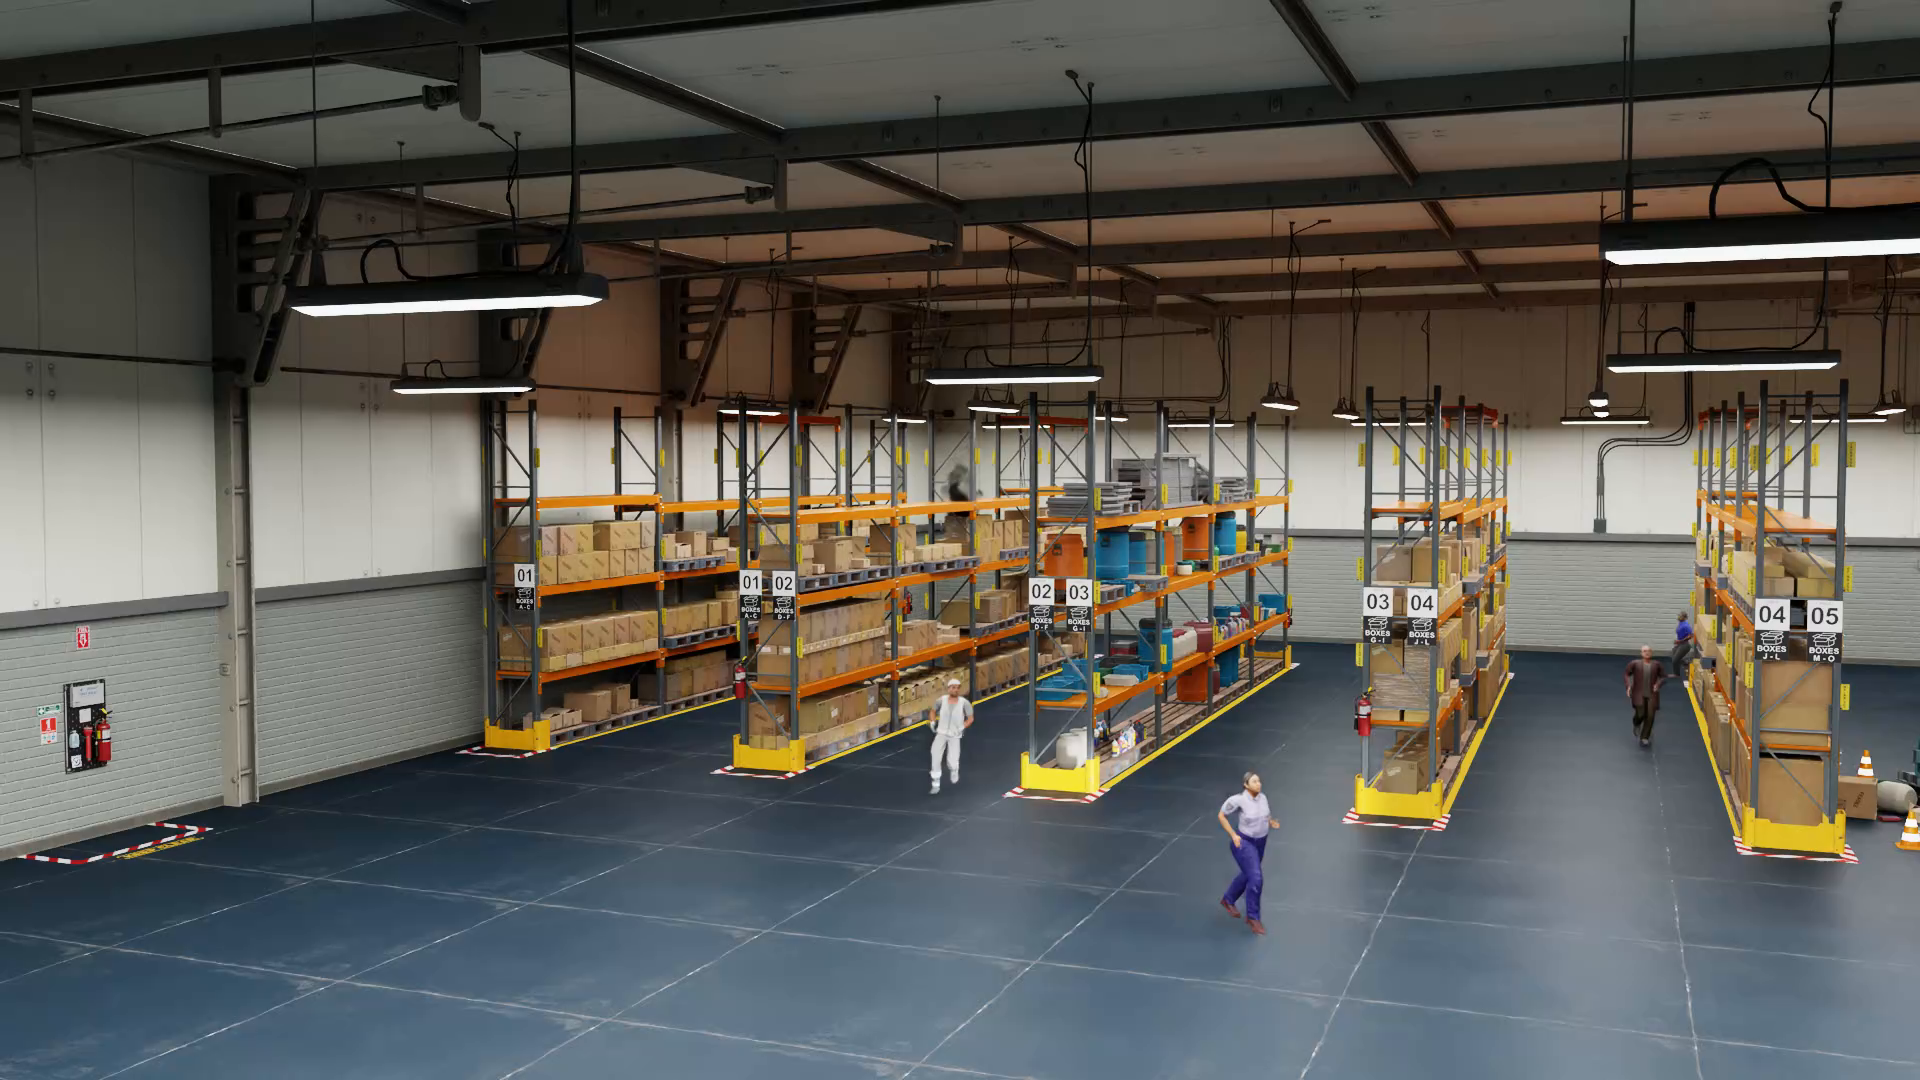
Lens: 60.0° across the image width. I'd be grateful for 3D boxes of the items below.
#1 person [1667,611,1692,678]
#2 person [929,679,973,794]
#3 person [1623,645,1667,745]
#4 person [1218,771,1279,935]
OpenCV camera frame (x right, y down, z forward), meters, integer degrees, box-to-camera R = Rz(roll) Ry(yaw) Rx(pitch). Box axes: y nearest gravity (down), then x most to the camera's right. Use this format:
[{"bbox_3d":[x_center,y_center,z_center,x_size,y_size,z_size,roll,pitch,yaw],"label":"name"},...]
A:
[{"bbox_3d":[16.346,2.370,37.580,0.547,1.552,0.733,0,3,8],"label":"person"},{"bbox_3d":[-0.145,2.930,24.956,0.669,1.703,0.550,0,3,9],"label":"person"},{"bbox_3d":[11.961,2.706,29.022,0.708,1.730,0.635,1,3,15],"label":"person"},{"bbox_3d":[3.071,3.305,17.794,0.596,1.700,0.756,-2,4,-41],"label":"person"}]
